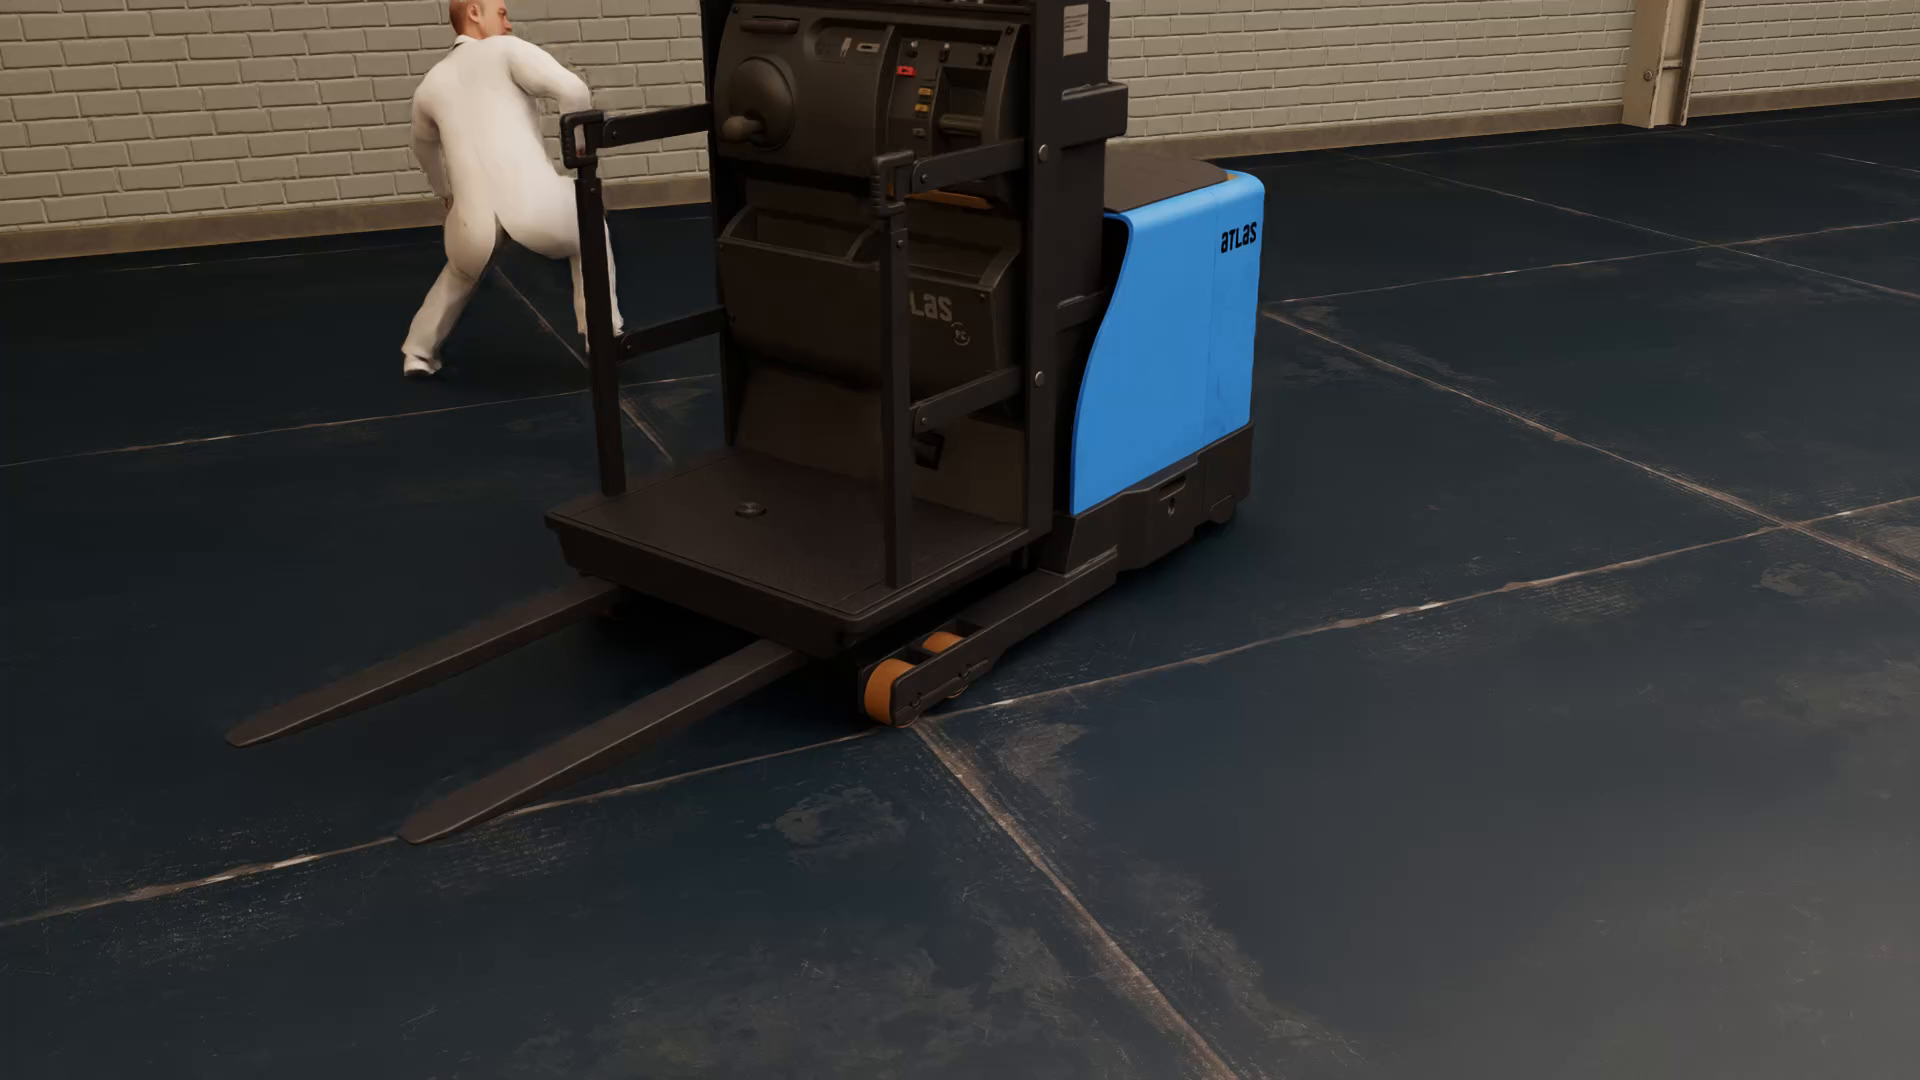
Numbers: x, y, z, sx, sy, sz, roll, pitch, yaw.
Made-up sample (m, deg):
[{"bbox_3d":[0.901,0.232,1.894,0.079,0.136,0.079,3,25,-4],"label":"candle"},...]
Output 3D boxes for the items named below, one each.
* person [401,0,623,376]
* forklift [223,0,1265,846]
[{"bbox_3d":[-1.786,-1.351,6.486,0.917,1.561,0.782,3,23,7],"label":"person"},{"bbox_3d":[-0.377,-1.112,3.963,1.130,2.935,3.031,16,28,34],"label":"forklift"}]
